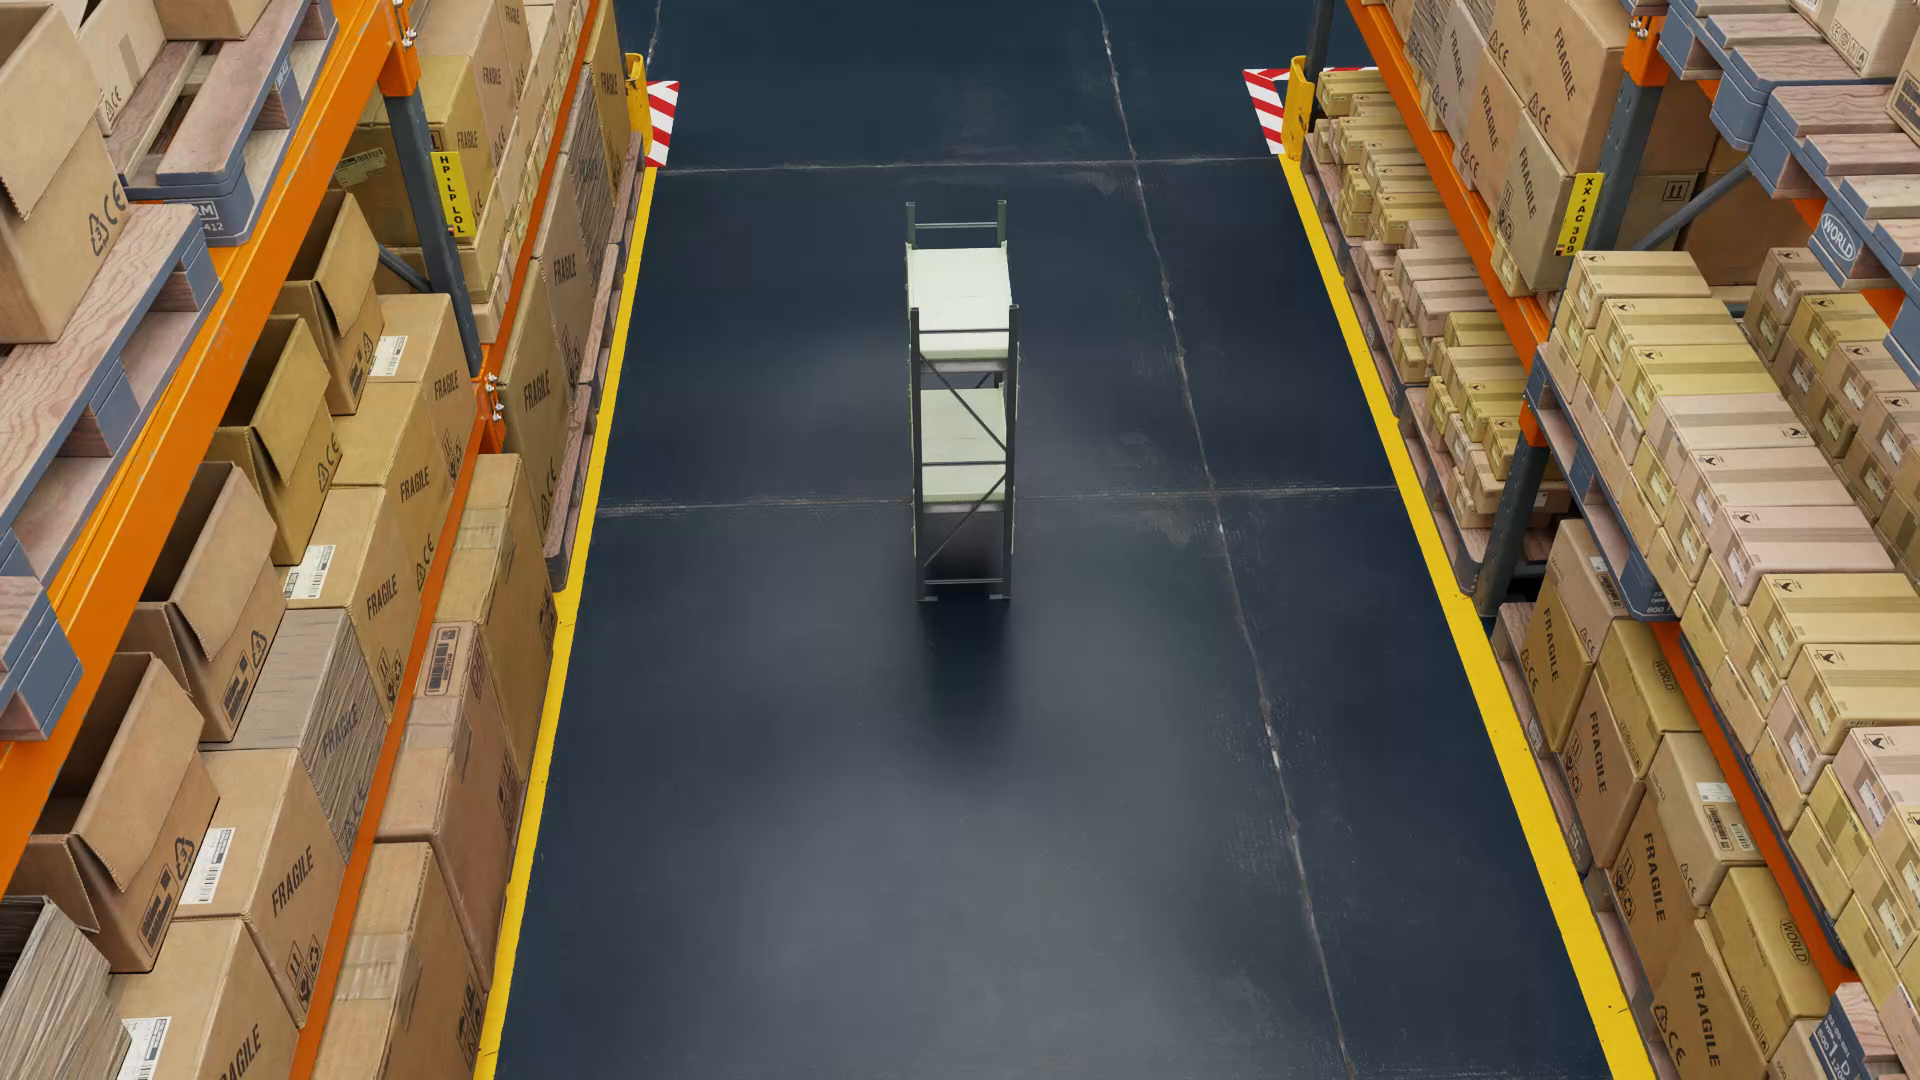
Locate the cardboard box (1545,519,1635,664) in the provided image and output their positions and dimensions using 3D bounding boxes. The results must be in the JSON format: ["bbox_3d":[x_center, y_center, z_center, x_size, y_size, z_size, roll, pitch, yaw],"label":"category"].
[{"bbox_3d":[2.460,0.168,5.981,0.500,0.250,0.500,-3,43,-4],"label":"cardboard box"}]

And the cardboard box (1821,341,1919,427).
[{"bbox_3d":[2.926,-0.489,5.148,0.380,0.149,0.250,-3,43,-3],"label":"cardboard box"}]

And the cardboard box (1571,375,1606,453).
[{"bbox_3d":[2.267,-0.425,5.518,0.380,0.149,0.250,-1,43,-1],"label":"cardboard box"}]

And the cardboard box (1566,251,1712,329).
[{"bbox_3d":[2.250,-0.831,5.521,0.380,0.149,0.250,0,43,0],"label":"cardboard box"}]

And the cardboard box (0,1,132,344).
[{"bbox_3d":[-2.206,-0.731,3.371,0.797,0.503,0.637,-2,43,-2],"label":"cardboard box"}]

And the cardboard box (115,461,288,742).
[{"bbox_3d":[-2.172,0.152,4.197,0.797,0.503,0.637,0,43,0],"label":"cardboard box"}]

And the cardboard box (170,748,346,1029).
[{"bbox_3d":[-1.896,0.879,4.147,0.500,0.500,0.500,-2,43,-3],"label":"cardboard box"}]

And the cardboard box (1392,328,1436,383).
[{"bbox_3d":[2.291,-0.886,7.946,0.380,0.149,0.250,-2,43,-2],"label":"cardboard box"}]

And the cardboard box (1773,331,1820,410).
[{"bbox_3d":[2.919,-0.560,5.445,0.380,0.149,0.250,-1,43,-2],"label":"cardboard box"}]

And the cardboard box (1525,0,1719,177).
[{"bbox_3d":[2.402,-1.653,5.949,0.500,0.500,0.500,-3,43,-3],"label":"cardboard box"}]

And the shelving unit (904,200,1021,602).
[{"bbox_3d":[0.000,-0.548,6.888,0.431,1.500,0.755,-2,43,-2],"label":"shelving unit"}]

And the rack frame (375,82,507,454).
[{"bbox_3d":[-2.267,-0.755,6.003,1.000,3.000,0.127,-2,43,-2],"label":"rack frame"}]

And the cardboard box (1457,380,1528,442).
[{"bbox_3d":[2.367,-0.556,7.145,0.380,0.149,0.250,-1,43,-1],"label":"cardboard box"}]

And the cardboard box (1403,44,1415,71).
[{"bbox_3d":[2.336,-2.332,7.910,0.380,0.149,0.250,-2,43,-3],"label":"cardboard box"}]

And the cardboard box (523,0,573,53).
[{"bbox_3d":[-2.109,-2.504,7.802,0.500,0.250,0.500,-3,43,-3],"label":"cardboard box"}]

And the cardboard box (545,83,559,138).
[{"bbox_3d":[-2.015,-1.924,7.464,0.380,0.149,0.250,-3,43,-3],"label":"cardboard box"}]

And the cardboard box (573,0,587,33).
[{"bbox_3d":[-2.061,-2.617,8.221,0.380,0.149,0.250,-1,43,-1],"label":"cardboard box"}]

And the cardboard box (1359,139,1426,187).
[{"bbox_3d":[2.313,-1.967,8.685,0.380,0.149,0.250,-4,43,-4],"label":"cardboard box"}]

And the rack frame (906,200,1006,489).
[{"bbox_3d":[-0.015,-0.795,7.158,0.400,1.500,0.023,-2,43,-2],"label":"rack frame"}]

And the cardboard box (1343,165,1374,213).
[{"bbox_3d":[2.245,-1.856,8.784,0.380,0.149,0.250,0,43,0],"label":"cardboard box"}]

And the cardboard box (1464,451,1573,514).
[{"bbox_3d":[2.361,-0.246,7.027,0.380,0.149,0.250,-1,43,-1],"label":"cardboard box"}]

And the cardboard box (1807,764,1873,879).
[{"bbox_3d":[2.341,0.685,4.088,0.380,0.149,0.250,-2,43,-2],"label":"cardboard box"}]

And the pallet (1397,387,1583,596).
[{"bbox_3d":[2.629,-0.253,7.520,1.003,0.211,1.213,-2,43,-2],"label":"pallet"}]

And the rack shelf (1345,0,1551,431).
[{"bbox_3d":[2.607,-1.914,7.800,1.077,0.370,4.000,-2,43,-2],"label":"rack shelf"}]

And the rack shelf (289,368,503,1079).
[{"bbox_3d":[-2.182,0.861,4.773,1.077,0.370,4.000,-2,43,-2],"label":"rack shelf"}]

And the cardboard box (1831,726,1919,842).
[{"bbox_3d":[2.344,0.583,3.979,0.380,0.149,0.250,-2,43,-2],"label":"cardboard box"}]

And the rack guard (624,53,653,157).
[{"bbox_3d":[-2.438,-2.550,9.811,1.175,0.500,0.348,-2,43,-2],"label":"rack guard"}]

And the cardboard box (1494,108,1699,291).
[{"bbox_3d":[2.390,-1.294,6.297,0.500,0.500,0.500,-2,43,-2],"label":"cardboard box"}]

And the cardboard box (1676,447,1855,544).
[{"bbox_3d":[2.295,-0.129,4.755,0.380,0.149,0.250,-2,43,-2],"label":"cardboard box"}]

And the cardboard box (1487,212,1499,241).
[{"bbox_3d":[2.375,-1.275,6.757,0.380,0.149,0.250,0,43,0],"label":"cardboard box"}]

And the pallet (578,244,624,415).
[{"bbox_3d":[-2.276,-1.068,8.409,1.003,0.211,1.213,-2,43,-2],"label":"pallet"}]

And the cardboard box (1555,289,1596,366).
[{"bbox_3d":[2.250,-0.721,5.622,0.380,0.149,0.250,-1,43,-1],"label":"cardboard box"}]

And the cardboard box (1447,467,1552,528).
[{"bbox_3d":[2.335,-0.188,7.183,0.380,0.149,0.250,-1,43,-1],"label":"cardboard box"}]

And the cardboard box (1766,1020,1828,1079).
[{"bbox_3d":[2.539,1.567,4.454,0.500,0.250,0.500,-1,43,-1],"label":"cardboard box"}]

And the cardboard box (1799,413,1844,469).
[{"bbox_3d":[2.927,-0.285,5.366,0.380,0.149,0.250,-2,43,-2],"label":"cardboard box"}]

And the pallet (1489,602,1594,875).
[{"bbox_3d":[2.727,0.725,6.453,1.003,0.211,1.213,-2,43,-2],"label":"pallet"}]

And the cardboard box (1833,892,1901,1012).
[{"bbox_3d":[2.355,0.980,3.986,0.380,0.149,0.250,-2,43,-2],"label":"cardboard box"}]

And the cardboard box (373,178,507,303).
[{"bbox_3d":[-2.026,-1.134,6.307,0.500,0.250,0.500,-2,43,-3],"label":"cardboard box"}]

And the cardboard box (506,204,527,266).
[{"bbox_3d":[-1.971,-1.226,6.704,0.380,0.149,0.250,0,43,0],"label":"cardboard box"}]

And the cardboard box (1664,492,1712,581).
[{"bbox_3d":[2.299,-0.015,4.851,0.380,0.149,0.250,0,43,0],"label":"cardboard box"}]

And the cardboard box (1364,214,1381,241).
[{"bbox_3d":[2.343,-1.583,8.706,0.380,0.149,0.250,-2,43,-2],"label":"cardboard box"}]

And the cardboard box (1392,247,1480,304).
[{"bbox_3d":[2.288,-1.263,7.916,0.380,0.149,0.250,-3,43,-3],"label":"cardboard box"}]

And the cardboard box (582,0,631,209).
[{"bbox_3d":[-2.330,-2.397,9.056,0.875,0.875,0.875,-2,43,-2],"label":"cardboard box"}]

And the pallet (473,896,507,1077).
[{"bbox_3d":[-2.104,1.618,5.479,1.003,0.211,1.213,-2,43,-2],"label":"pallet"}]

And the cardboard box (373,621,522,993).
[{"bbox_3d":[-2.181,0.909,5.450,1.225,0.875,0.875,-3,43,-3],"label":"cardboard box"}]

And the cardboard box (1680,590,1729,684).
[{"bbox_3d":[2.310,0.270,4.761,0.380,0.149,0.250,-2,43,-3],"label":"cardboard box"}]

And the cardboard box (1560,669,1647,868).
[{"bbox_3d":[2.483,0.801,5.845,0.500,0.500,0.500,0,43,0],"label":"cardboard box"}]

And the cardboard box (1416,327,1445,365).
[{"bbox_3d":[2.366,-0.952,7.797,0.380,0.149,0.250,-1,43,-1],"label":"cardboard box"}]

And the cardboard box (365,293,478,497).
[{"bbox_3d":[-1.975,-0.484,5.633,0.500,0.500,0.500,-2,43,-2],"label":"cardboard box"}]

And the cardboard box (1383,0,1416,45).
[{"bbox_3d":[2.322,-2.673,7.802,0.500,0.500,0.500,-1,43,-1],"label":"cardboard box"}]
